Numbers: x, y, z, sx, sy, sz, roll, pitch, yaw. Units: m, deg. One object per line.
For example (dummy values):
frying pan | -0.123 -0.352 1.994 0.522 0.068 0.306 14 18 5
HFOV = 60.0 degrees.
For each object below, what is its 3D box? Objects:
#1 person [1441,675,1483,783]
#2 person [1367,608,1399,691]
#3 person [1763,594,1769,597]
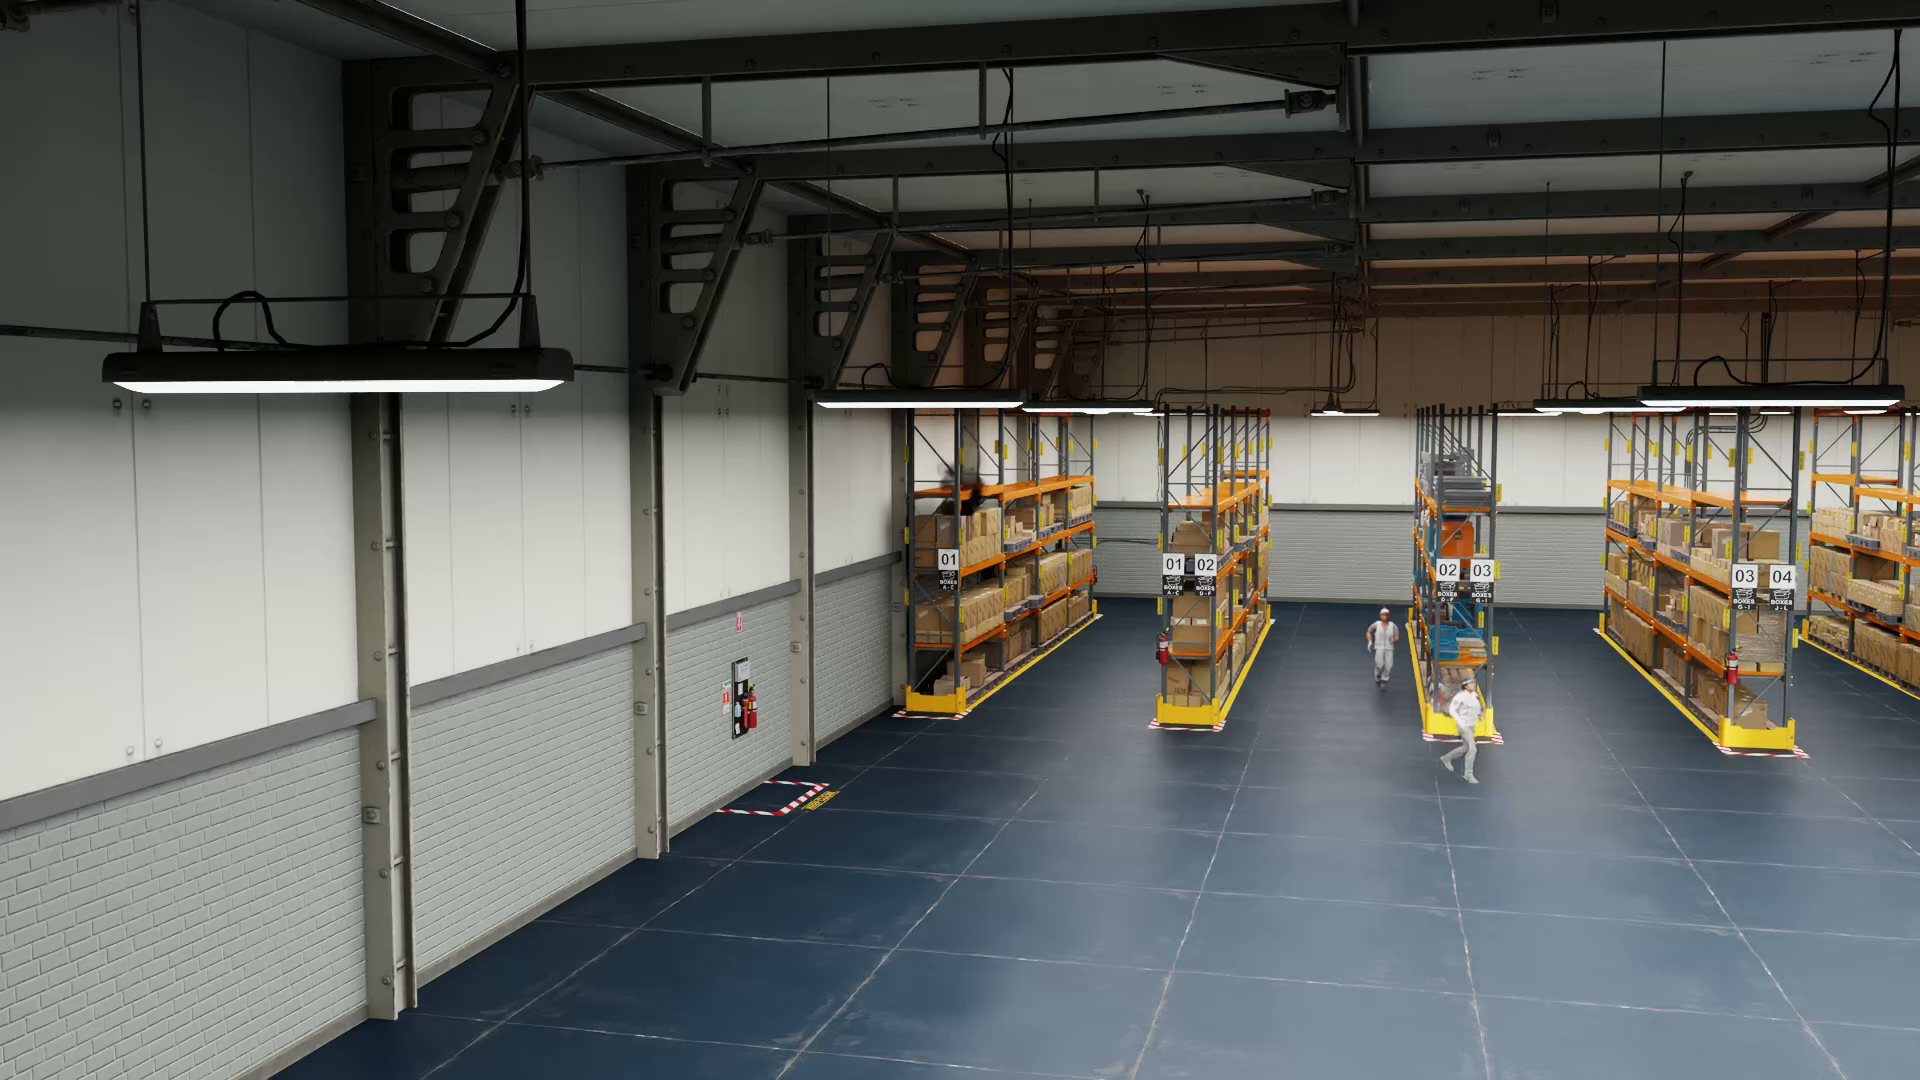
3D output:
person | 7.970 2.974 26.394 0.622 1.738 0.709 -4 6 -41
person | 8.865 2.305 34.757 0.643 1.743 0.608 0 4 4
person | 20.546 1.752 42.682 0.728 1.697 0.640 2 4 22
